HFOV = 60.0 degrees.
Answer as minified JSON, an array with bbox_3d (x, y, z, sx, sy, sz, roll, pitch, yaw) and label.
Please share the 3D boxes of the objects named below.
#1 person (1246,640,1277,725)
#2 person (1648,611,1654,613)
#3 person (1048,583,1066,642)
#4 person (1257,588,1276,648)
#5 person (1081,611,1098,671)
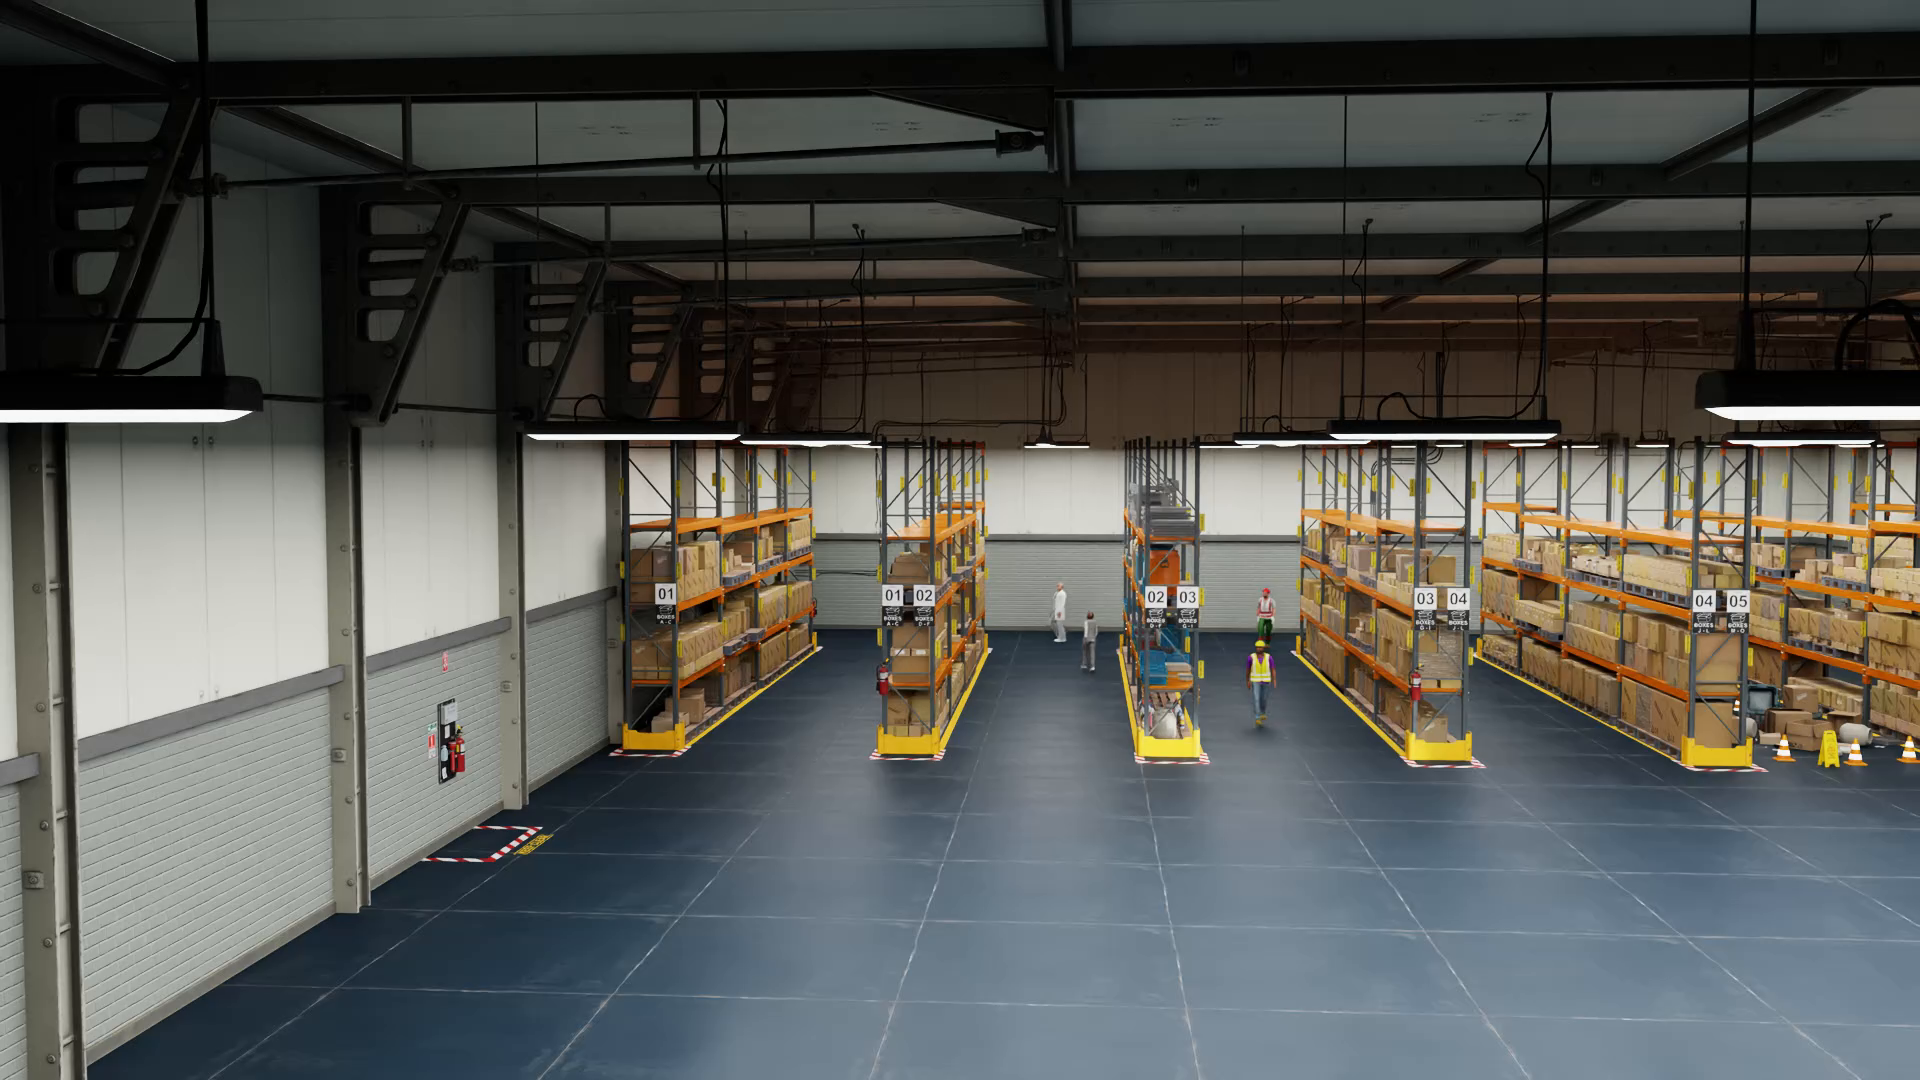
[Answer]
[{"bbox_3d":[6.327,2.978,34.893,0.596,1.729,0.975,0,3,3],"label":"person"},{"bbox_3d":[17.487,2.662,41.853,0.476,1.712,0.531,-1,3,-15],"label":"person"},{"bbox_3d":[2.920,2.174,49.698,0.492,1.809,0.625,-1,3,-20],"label":"person"},{"bbox_3d":[8.809,2.281,47.827,0.534,1.793,0.904,1,3,13],"label":"person"},{"bbox_3d":[3.403,2.609,43.314,0.420,1.533,0.961,0,3,-6],"label":"person"}]
